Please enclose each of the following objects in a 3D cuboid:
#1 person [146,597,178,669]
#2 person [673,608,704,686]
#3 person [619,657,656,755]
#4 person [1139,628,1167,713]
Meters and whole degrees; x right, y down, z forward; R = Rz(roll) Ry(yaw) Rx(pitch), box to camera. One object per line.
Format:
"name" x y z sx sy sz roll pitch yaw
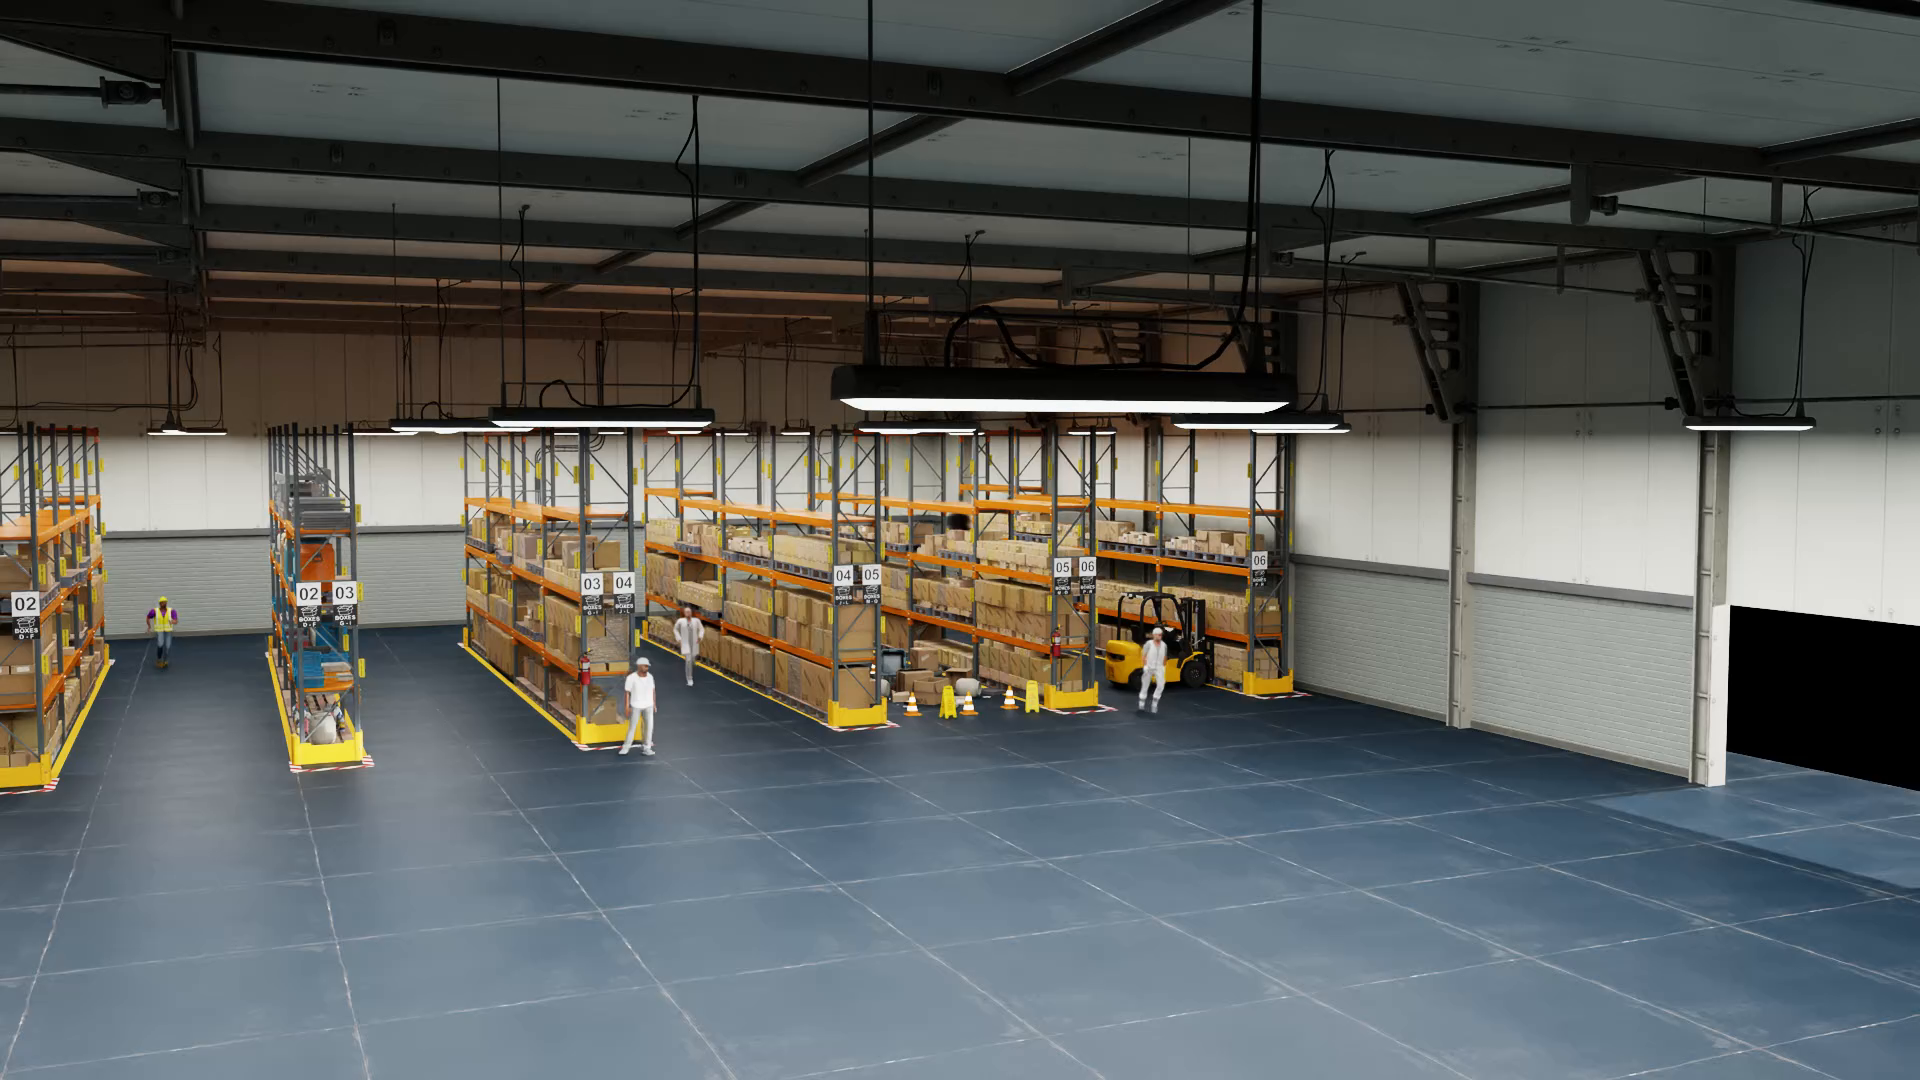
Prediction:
"person" -19.858 2.313 41.447 0.693 1.790 0.721 -2 4 -33
"person" -6.346 2.470 38.925 0.715 1.806 0.878 -1 4 -17
"person" -5.827 3.009 30.075 0.699 1.765 0.507 -2 4 -35
"person" 4.054 2.695 34.650 0.611 1.753 0.630 -1 4 -12
